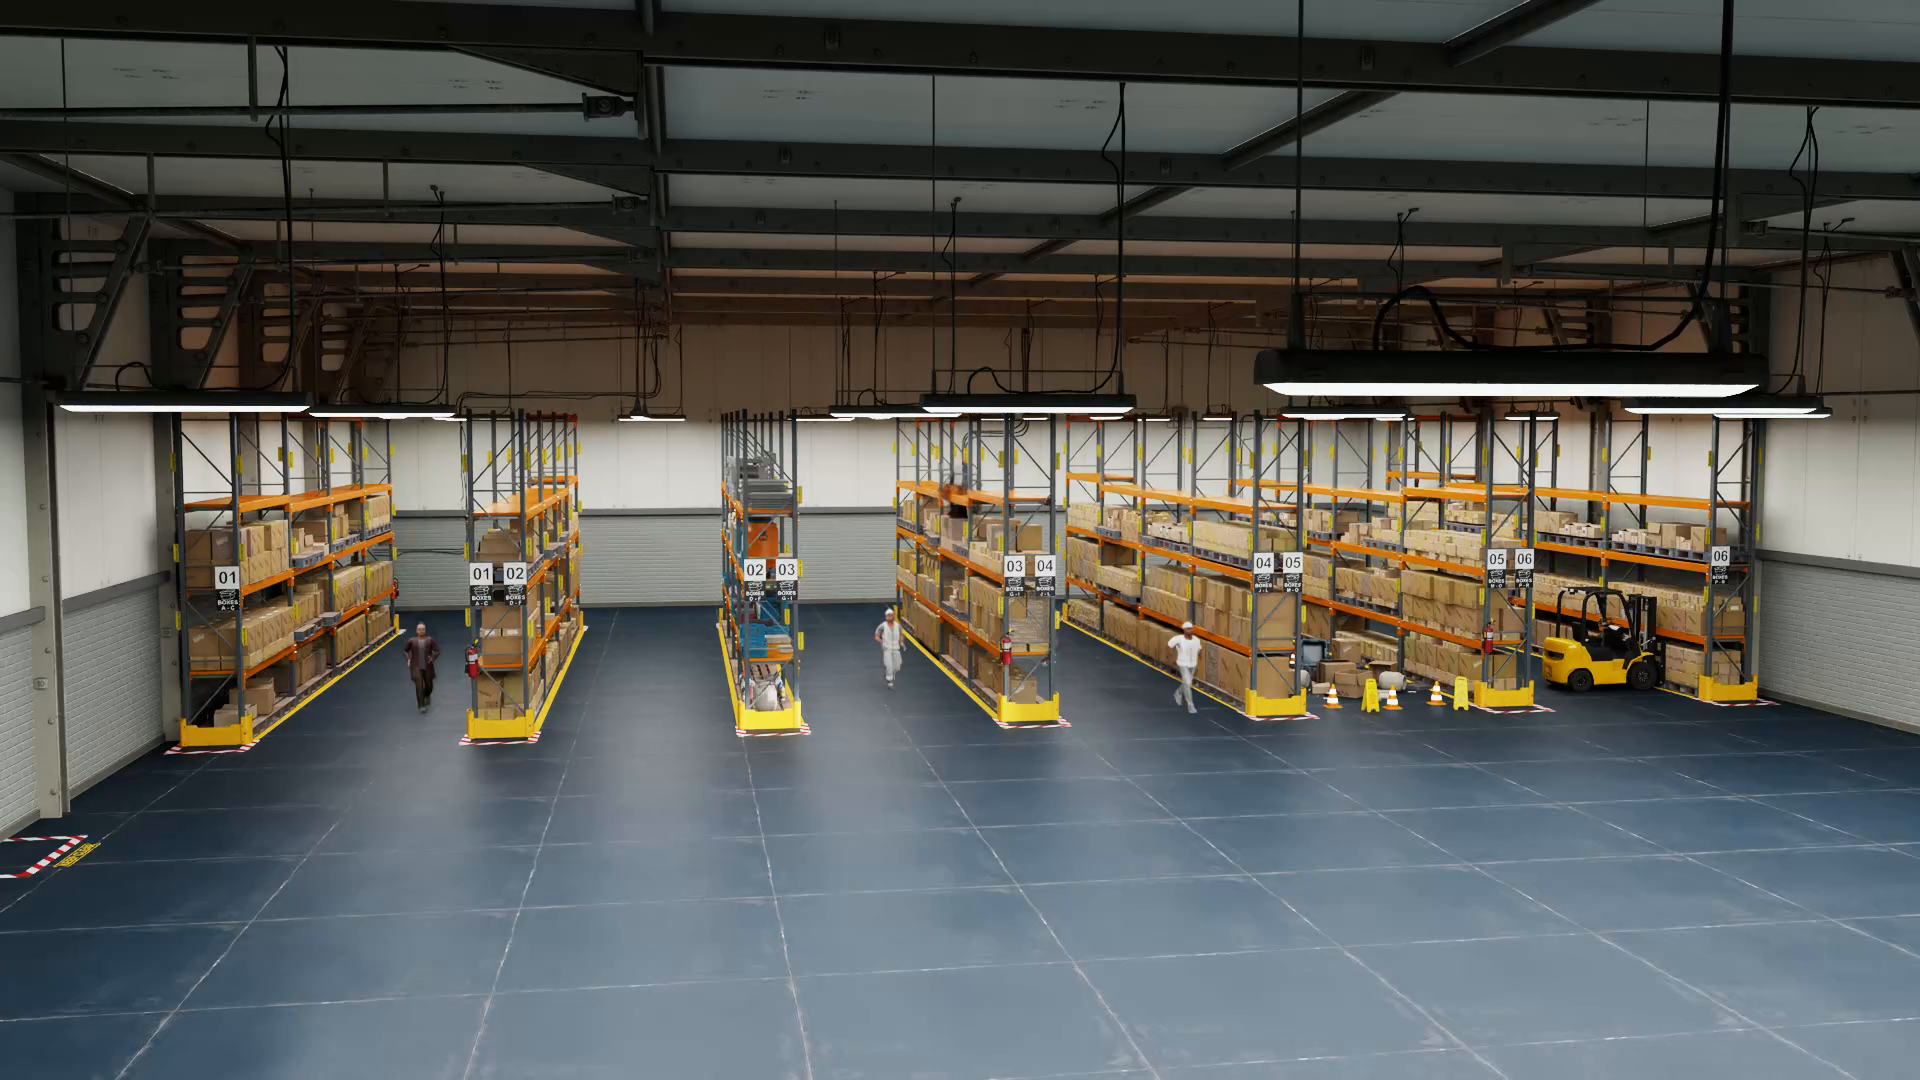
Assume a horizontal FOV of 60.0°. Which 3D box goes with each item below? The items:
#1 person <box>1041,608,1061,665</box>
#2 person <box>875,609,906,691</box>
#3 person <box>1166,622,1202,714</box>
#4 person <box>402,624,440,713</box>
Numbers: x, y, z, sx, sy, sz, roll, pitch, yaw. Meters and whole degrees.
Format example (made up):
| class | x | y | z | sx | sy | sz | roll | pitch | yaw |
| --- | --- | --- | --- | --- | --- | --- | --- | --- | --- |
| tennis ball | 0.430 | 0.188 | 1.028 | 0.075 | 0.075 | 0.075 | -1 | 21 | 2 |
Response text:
| class | x | y | z | sx | sy | sz | roll | pitch | yaw |
| --- | --- | --- | --- | --- | --- | --- | --- | --- | --- |
| person | 2.110 | 2.167 | 39.136 | 0.599 | 1.622 | 0.756 | -1 | 4 | -9 |
| person | -1.508 | 2.360 | 35.833 | 0.657 | 1.742 | 0.602 | -2 | 4 | -21 |
| person | 4.525 | 2.514 | 33.187 | 0.703 | 1.781 | 0.960 | -2 | 4 | -25 |
| person | -10.729 | 2.543 | 33.127 | 0.715 | 1.735 | 0.826 | -2 | 4 | -21 |
